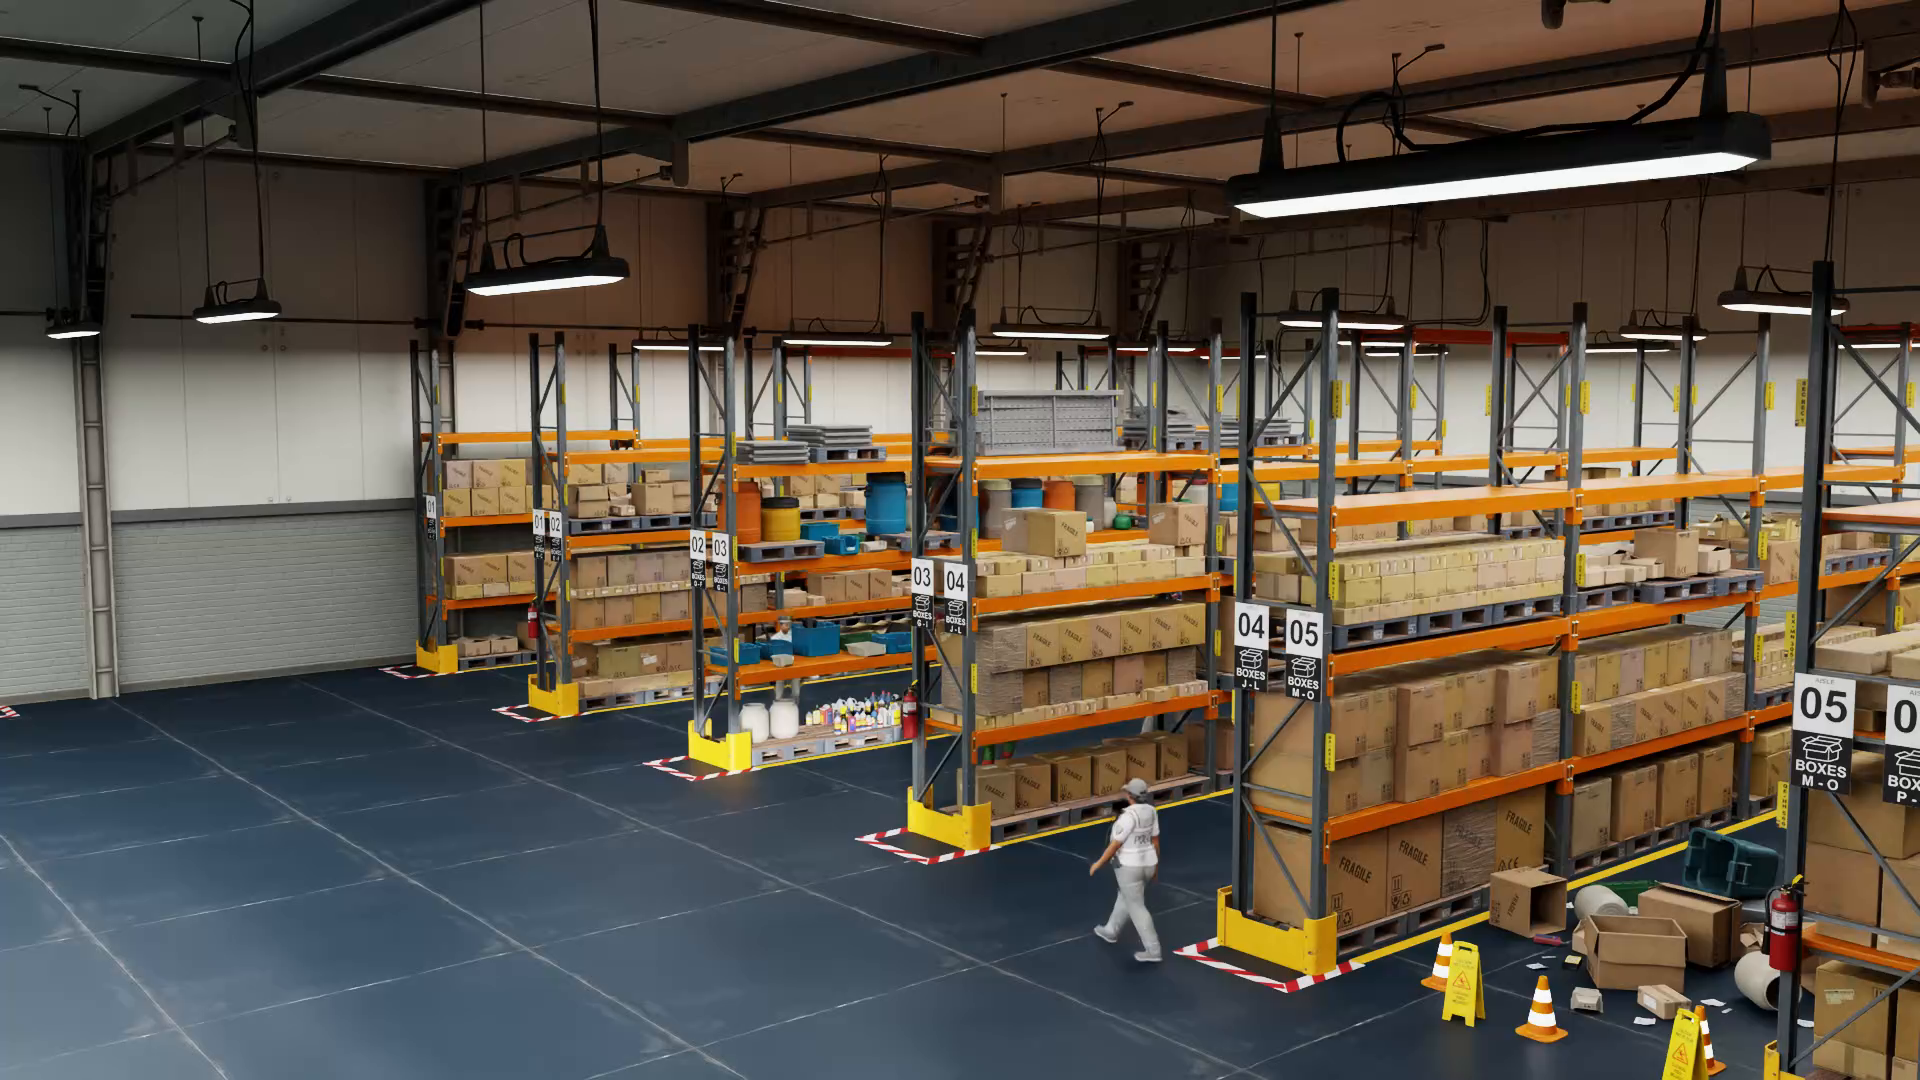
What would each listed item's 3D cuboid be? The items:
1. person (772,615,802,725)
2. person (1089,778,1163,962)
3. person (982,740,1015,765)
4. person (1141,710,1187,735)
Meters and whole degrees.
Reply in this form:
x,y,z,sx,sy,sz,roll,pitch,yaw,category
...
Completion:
x,y,z,sx,sy,sz,roll,pitch,yaw,category
-2.655,2.013,25.337,0.560,1.763,0.341,-3,6,-27,person
1.493,2.949,15.079,0.939,1.605,0.571,5,7,45,person
0.454,2.302,21.344,0.635,1.811,0.468,1,5,13,person
2.895,2.103,23.519,1.125,1.711,0.544,-5,7,-42,person
